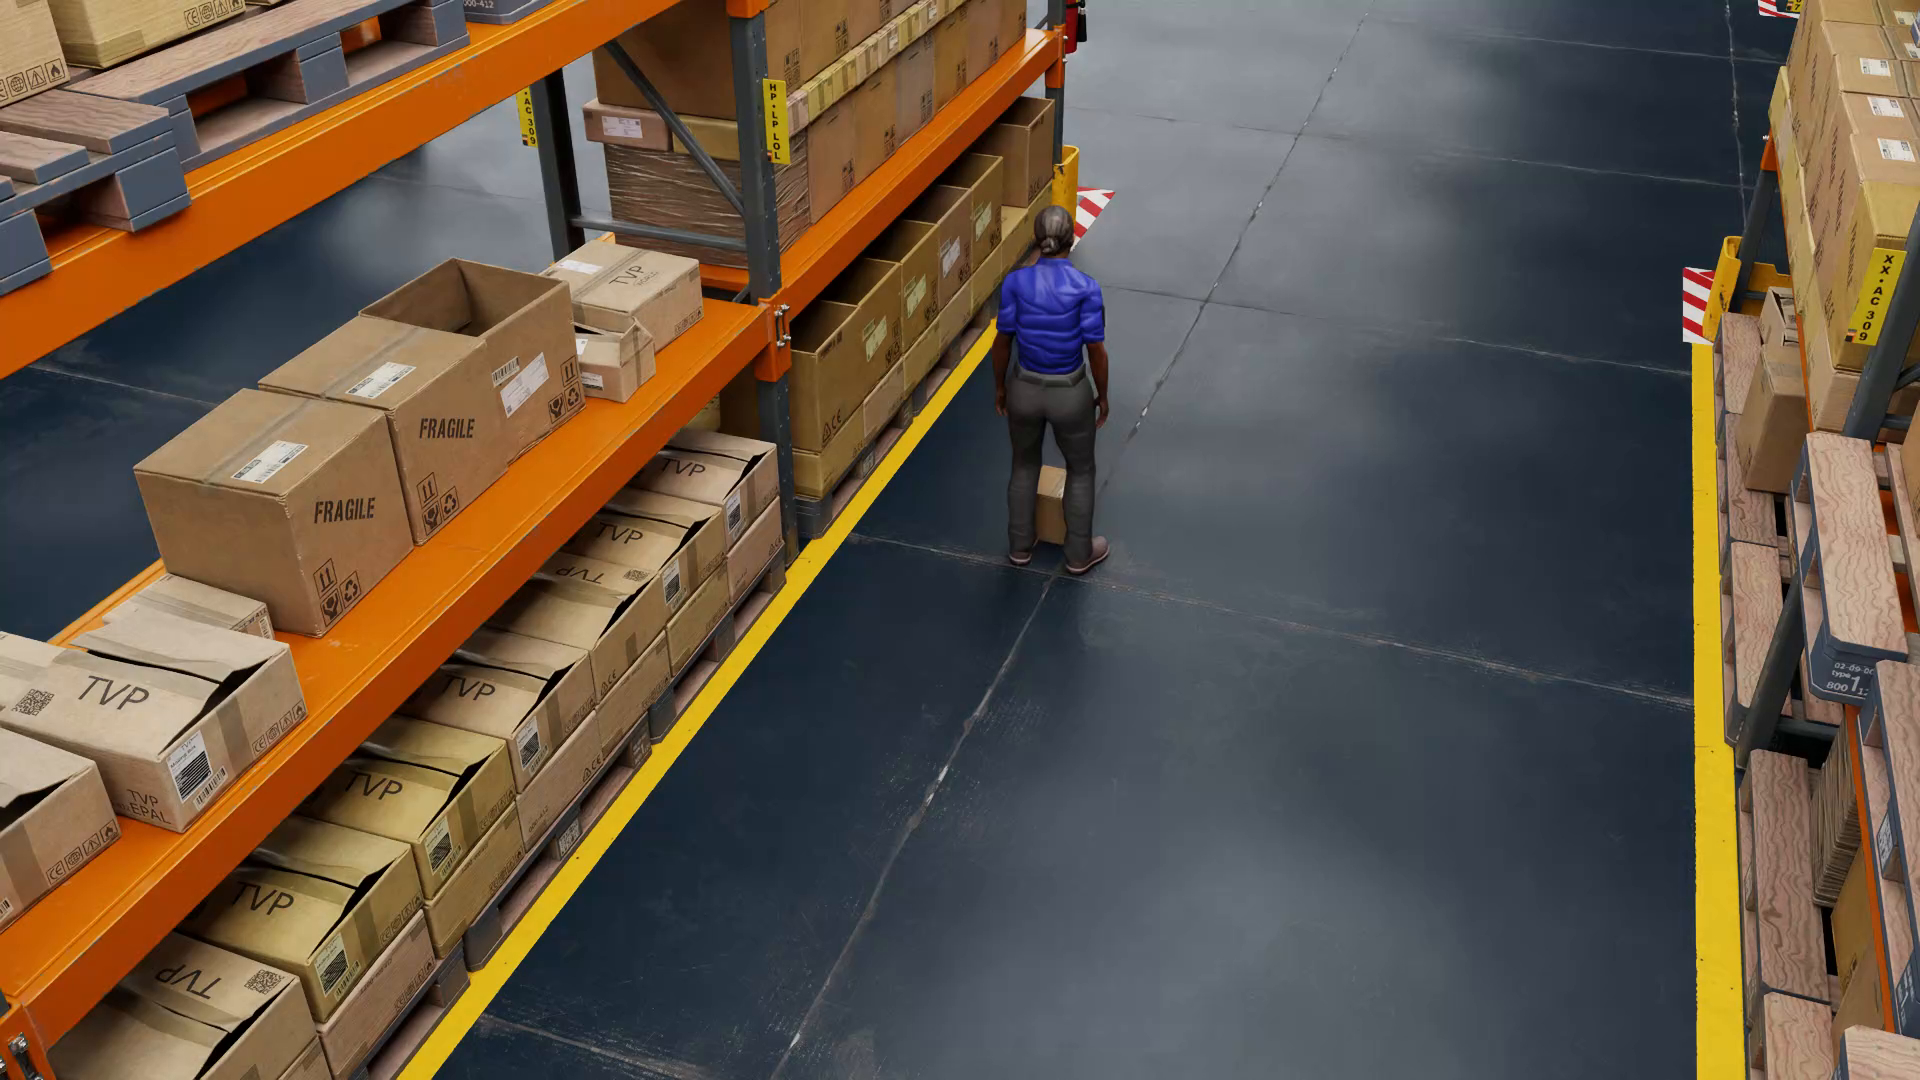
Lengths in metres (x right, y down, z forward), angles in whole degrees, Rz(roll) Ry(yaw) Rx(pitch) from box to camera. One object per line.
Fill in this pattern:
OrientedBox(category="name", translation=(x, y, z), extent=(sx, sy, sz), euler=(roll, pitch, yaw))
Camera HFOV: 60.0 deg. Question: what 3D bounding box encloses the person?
OrientedBox(category="person", translation=(0.398, -0.609, 7.081), extent=(0.524, 1.639, 0.352), euler=(9, 35, 13))
